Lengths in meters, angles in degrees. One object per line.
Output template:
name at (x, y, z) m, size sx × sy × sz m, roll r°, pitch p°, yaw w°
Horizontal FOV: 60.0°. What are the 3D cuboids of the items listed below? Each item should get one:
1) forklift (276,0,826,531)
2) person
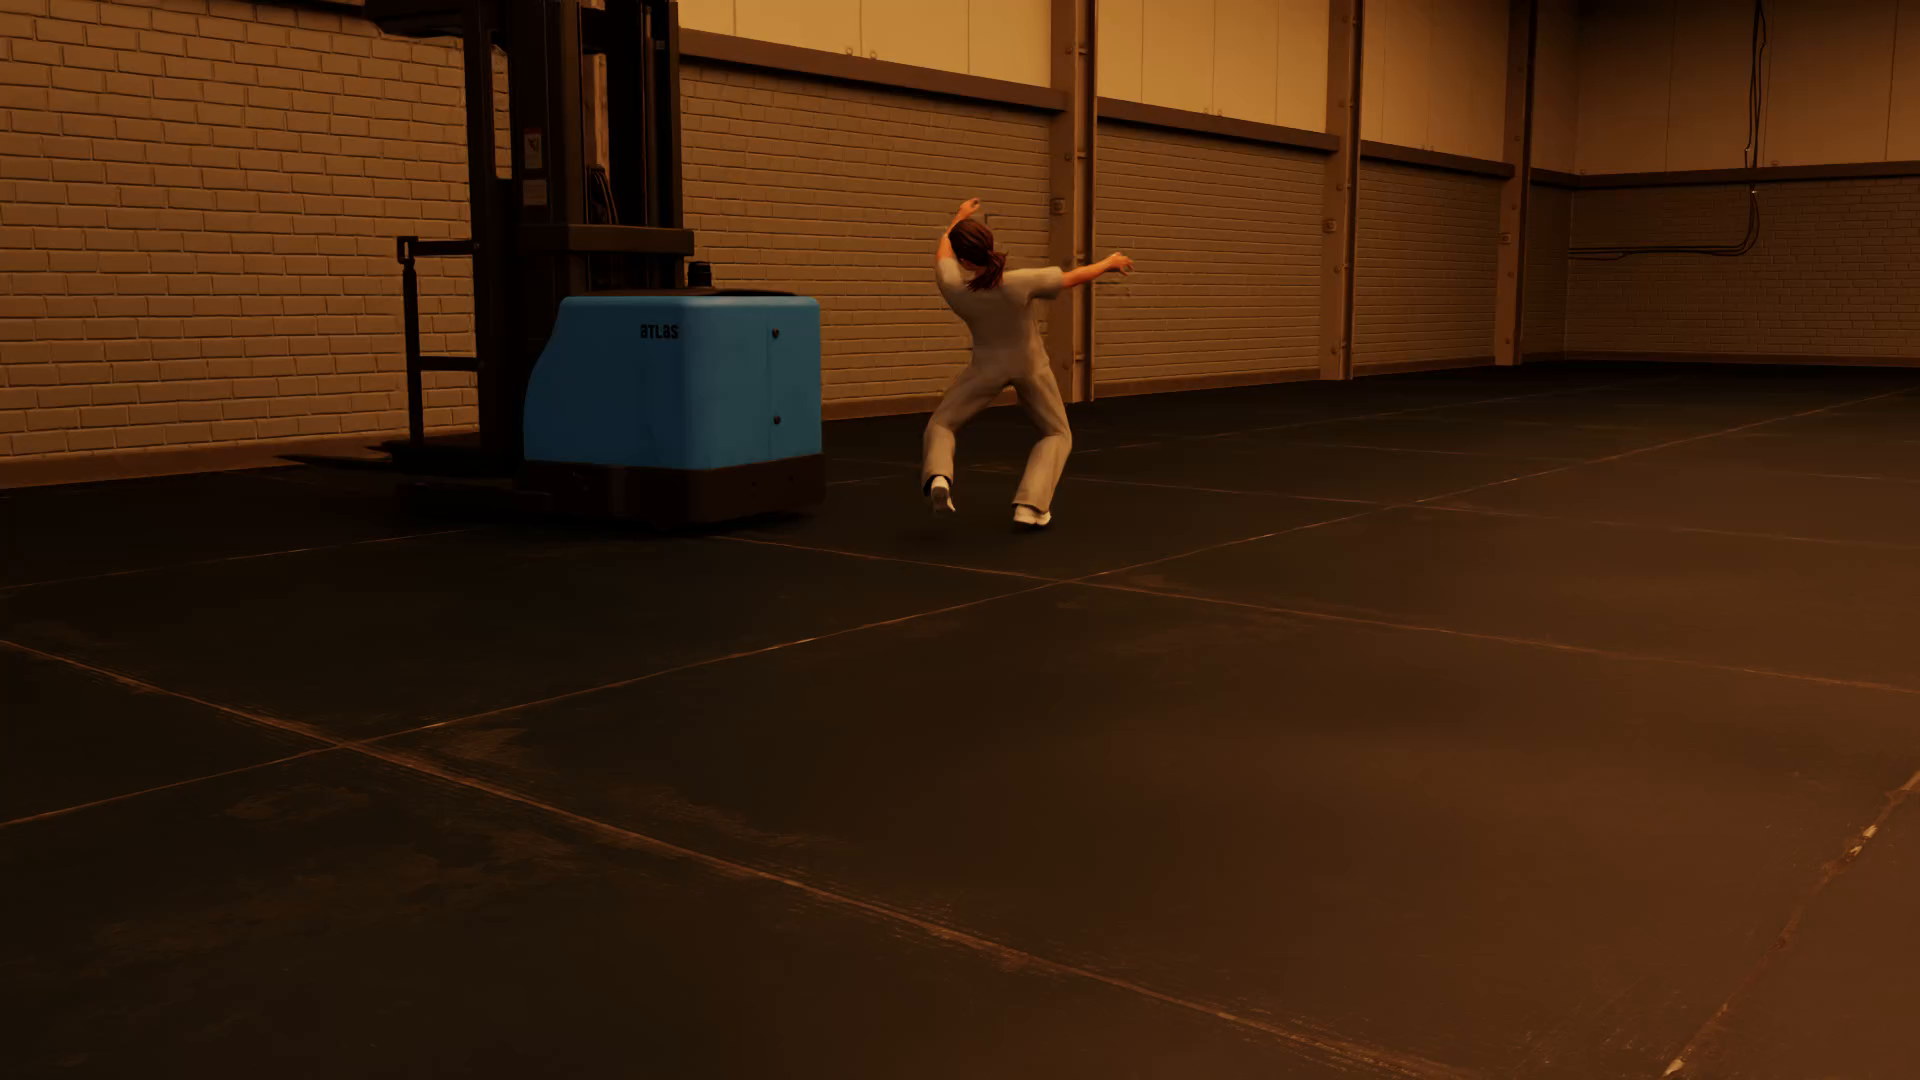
forklift at (-2.206, -1.619, 8.344) m, size 3.031 × 2.935 × 1.130 m, roll 5°, pitch 9°, yaw 29°
person at (0.311, -0.818, 7.655) m, size 0.987 × 1.521 × 0.662 m, roll 0°, pitch 8°, yaw 1°
